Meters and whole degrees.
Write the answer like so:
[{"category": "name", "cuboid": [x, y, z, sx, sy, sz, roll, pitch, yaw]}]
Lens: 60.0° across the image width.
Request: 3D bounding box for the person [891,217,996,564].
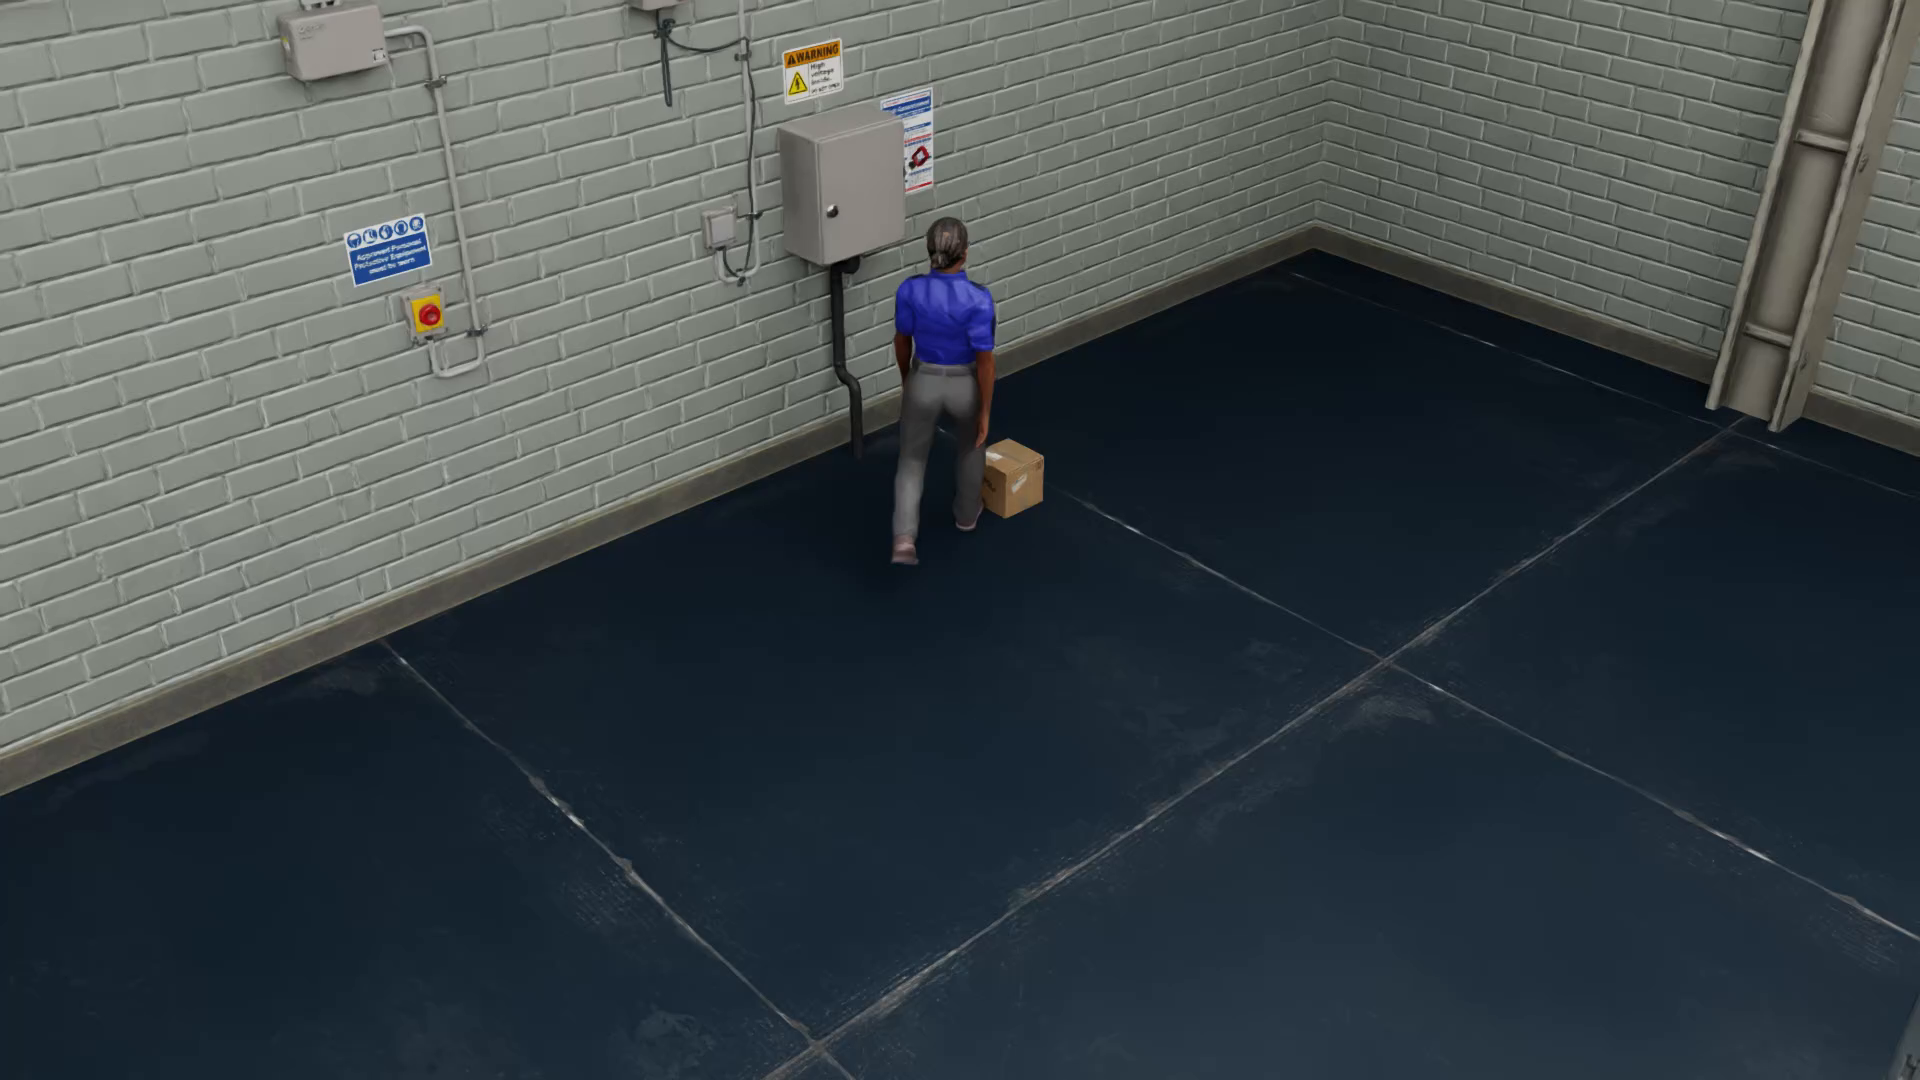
[{"category": "person", "cuboid": [-0.061, -0.646, 7.185, 0.449, 1.611, 0.887, 4, 32, 6]}]
